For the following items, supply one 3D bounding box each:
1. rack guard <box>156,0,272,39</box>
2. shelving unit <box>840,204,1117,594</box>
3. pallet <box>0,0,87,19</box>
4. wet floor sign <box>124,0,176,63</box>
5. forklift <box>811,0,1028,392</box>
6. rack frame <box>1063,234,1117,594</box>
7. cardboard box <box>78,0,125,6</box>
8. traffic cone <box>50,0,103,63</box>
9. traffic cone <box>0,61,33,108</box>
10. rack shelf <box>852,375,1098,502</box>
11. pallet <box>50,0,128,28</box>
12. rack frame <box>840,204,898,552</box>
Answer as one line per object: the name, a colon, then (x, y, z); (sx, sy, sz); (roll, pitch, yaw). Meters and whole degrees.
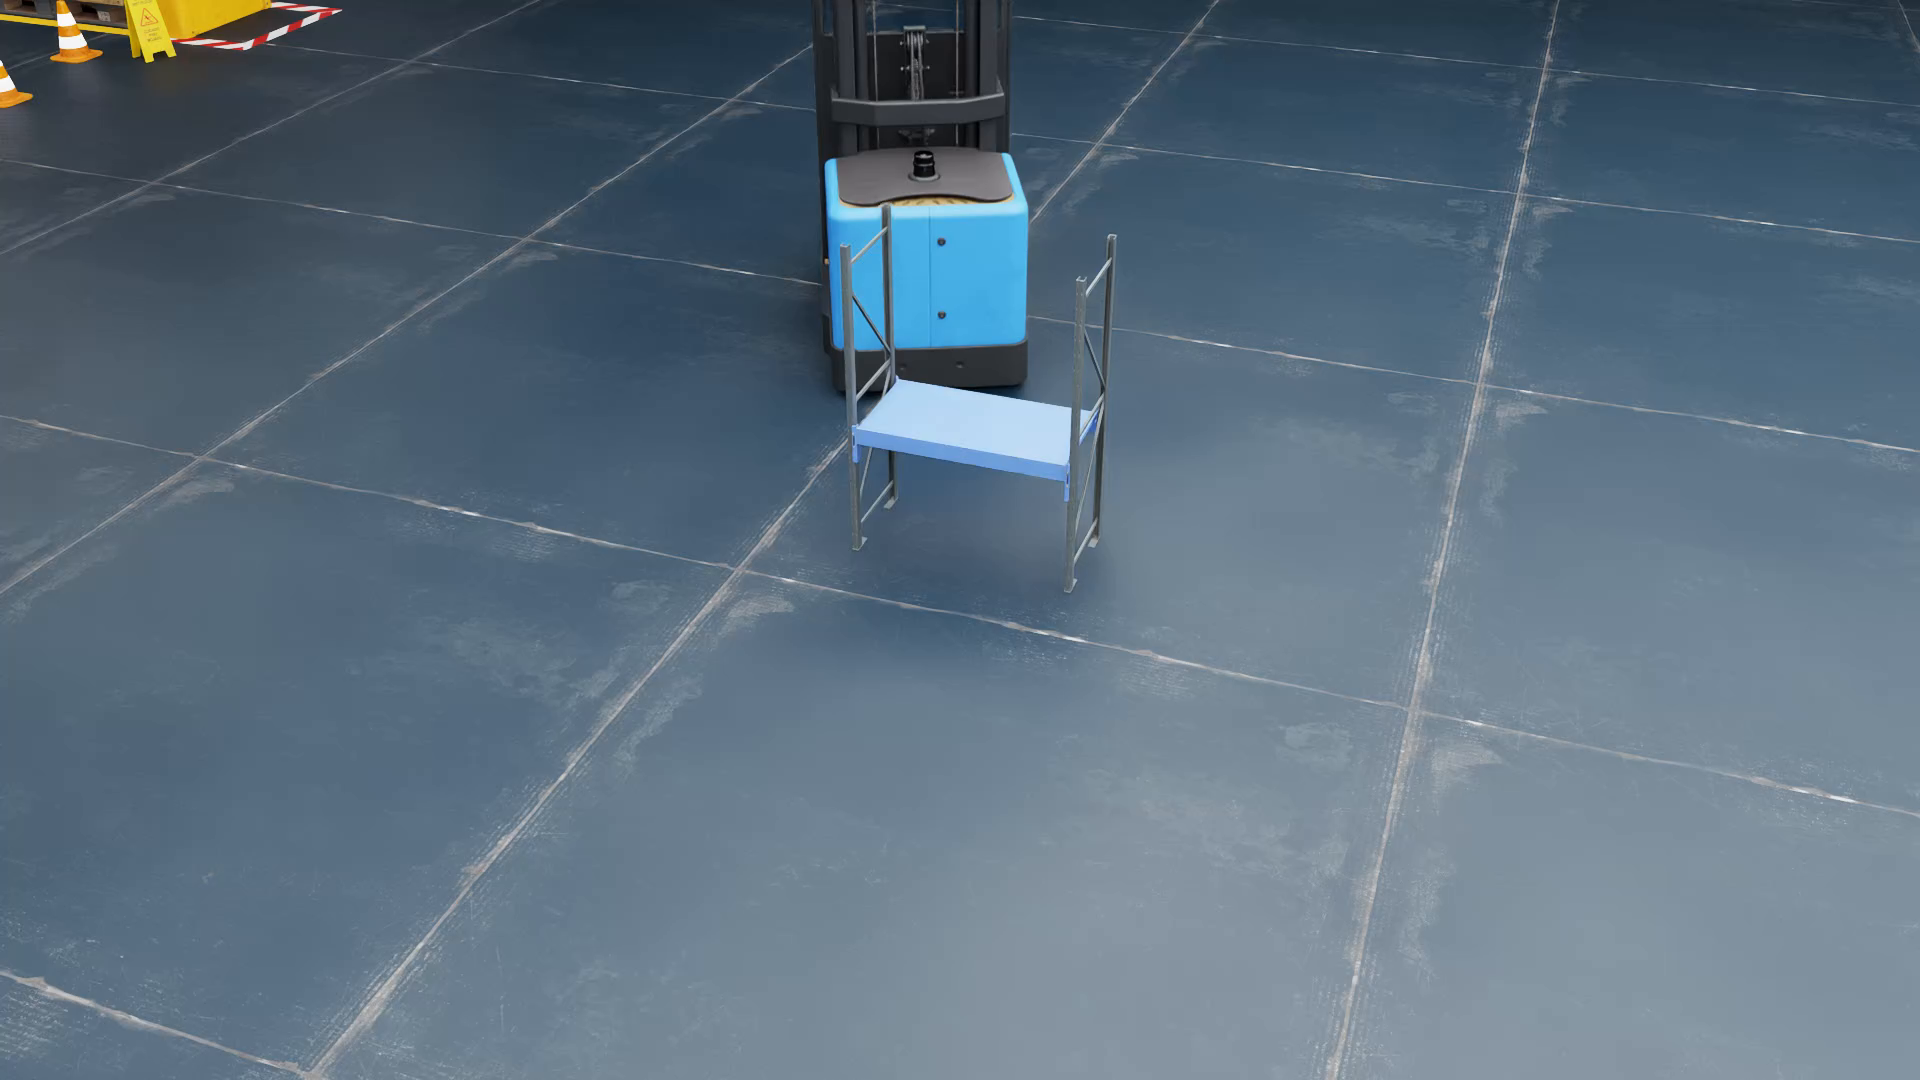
rack guard: (-6.718, -4.902, 14.882); (0.348, 0.500, 1.175); (11, 34, 16)
shelving unit: (0.080, -0.614, 7.319); (1.048, 1.500, 0.538); (11, 34, 16)
pallet: (-8.615, -5.172, 15.565); (1.213, 0.211, 1.003); (11, 34, 16)
wet floor sign: (-6.828, -4.368, 13.921); (0.232, 0.644, 0.267); (24, 40, 32)
forklift: (-0.287, -2.795, 9.377); (1.130, 2.935, 3.031); (-3, 33, -4)
rack frame: (0.559, -0.521, 7.175); (0.032, 1.500, 0.500); (11, 34, 16)
cardboard box: (-7.521, -4.975, 14.837); (0.500, 0.250, 0.500); (11, 34, 16)
traffic cone: (-7.486, -4.293, 13.972); (0.334, 0.463, 0.336); (11, 34, 16)
traffic cone: (-7.541, -3.664, 12.998); (0.334, 0.463, 0.336); (11, 34, 16)
rack shelf: (0.080, -0.463, 7.417); (1.000, 0.185, 0.538); (11, 34, 16)
pallet: (-7.471, -4.948, 15.218); (1.213, 0.211, 1.003); (11, 34, 16)
rack frame: (-0.398, -0.708, 7.463); (0.032, 1.500, 0.500); (11, 34, 16)
